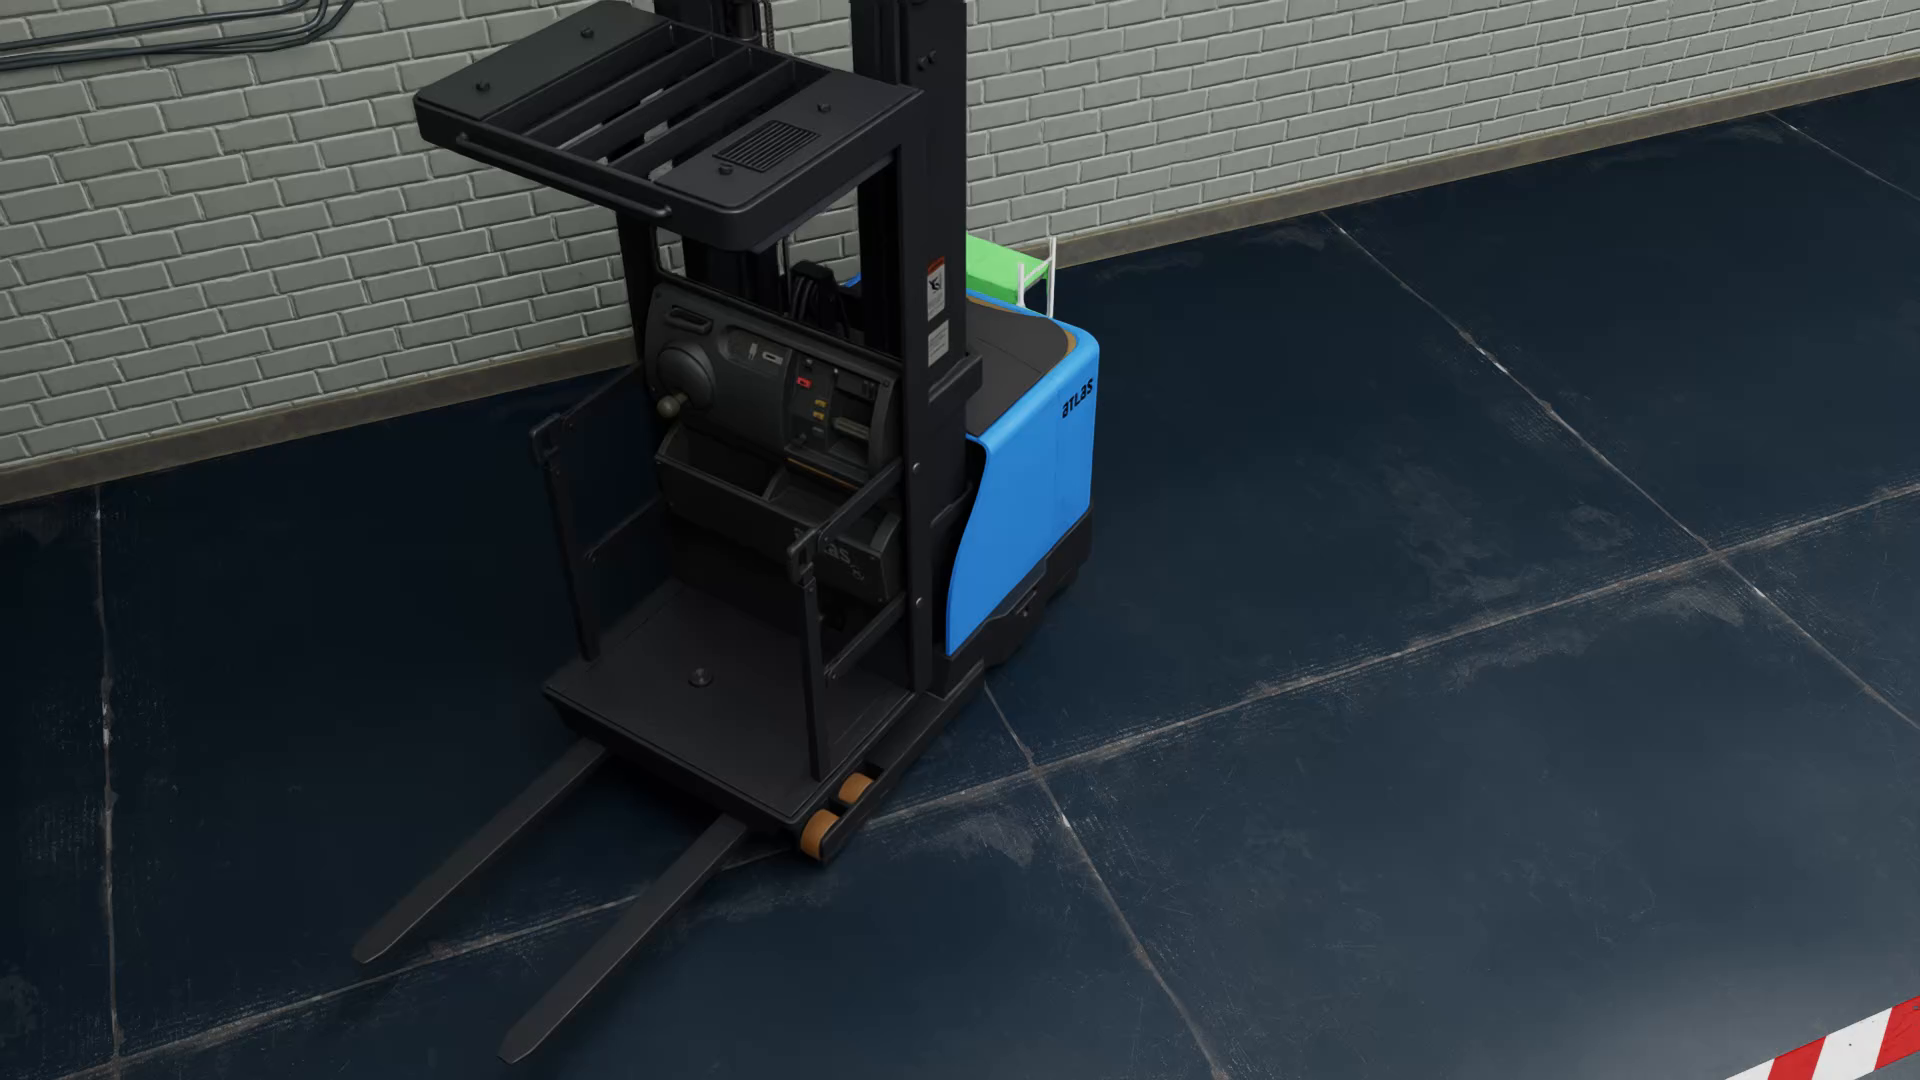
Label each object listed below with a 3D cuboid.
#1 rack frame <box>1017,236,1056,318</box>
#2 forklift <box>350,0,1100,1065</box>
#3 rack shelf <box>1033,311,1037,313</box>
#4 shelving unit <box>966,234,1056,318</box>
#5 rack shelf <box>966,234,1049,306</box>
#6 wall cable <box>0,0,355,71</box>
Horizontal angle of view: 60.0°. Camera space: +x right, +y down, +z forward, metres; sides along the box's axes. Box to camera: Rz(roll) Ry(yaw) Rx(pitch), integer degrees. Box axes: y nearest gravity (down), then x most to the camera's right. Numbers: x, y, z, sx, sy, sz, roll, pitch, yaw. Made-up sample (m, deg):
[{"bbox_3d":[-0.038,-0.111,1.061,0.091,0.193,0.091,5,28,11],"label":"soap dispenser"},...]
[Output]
[{"bbox_3d":[0.286,-0.617,6.548,0.015,1.200,0.240,24,46,25],"label":"rack frame"},{"bbox_3d":[-0.712,-0.406,4.974,1.130,2.935,3.031,23,46,25],"label":"forklift"},{"bbox_3d":[0.086,-0.841,6.538,0.480,0.148,0.258,24,46,25],"label":"rack shelf"},{"bbox_3d":[0.086,-0.708,6.653,0.503,1.200,0.258,24,46,25],"label":"shelving unit"},{"bbox_3d":[0.085,-1.023,6.381,0.480,0.148,0.258,24,46,25],"label":"rack shelf"},{"bbox_3d":[-3.605,-2.473,5.105,3.097,2.526,0.112,-15,43,-17],"label":"wall cable"}]
